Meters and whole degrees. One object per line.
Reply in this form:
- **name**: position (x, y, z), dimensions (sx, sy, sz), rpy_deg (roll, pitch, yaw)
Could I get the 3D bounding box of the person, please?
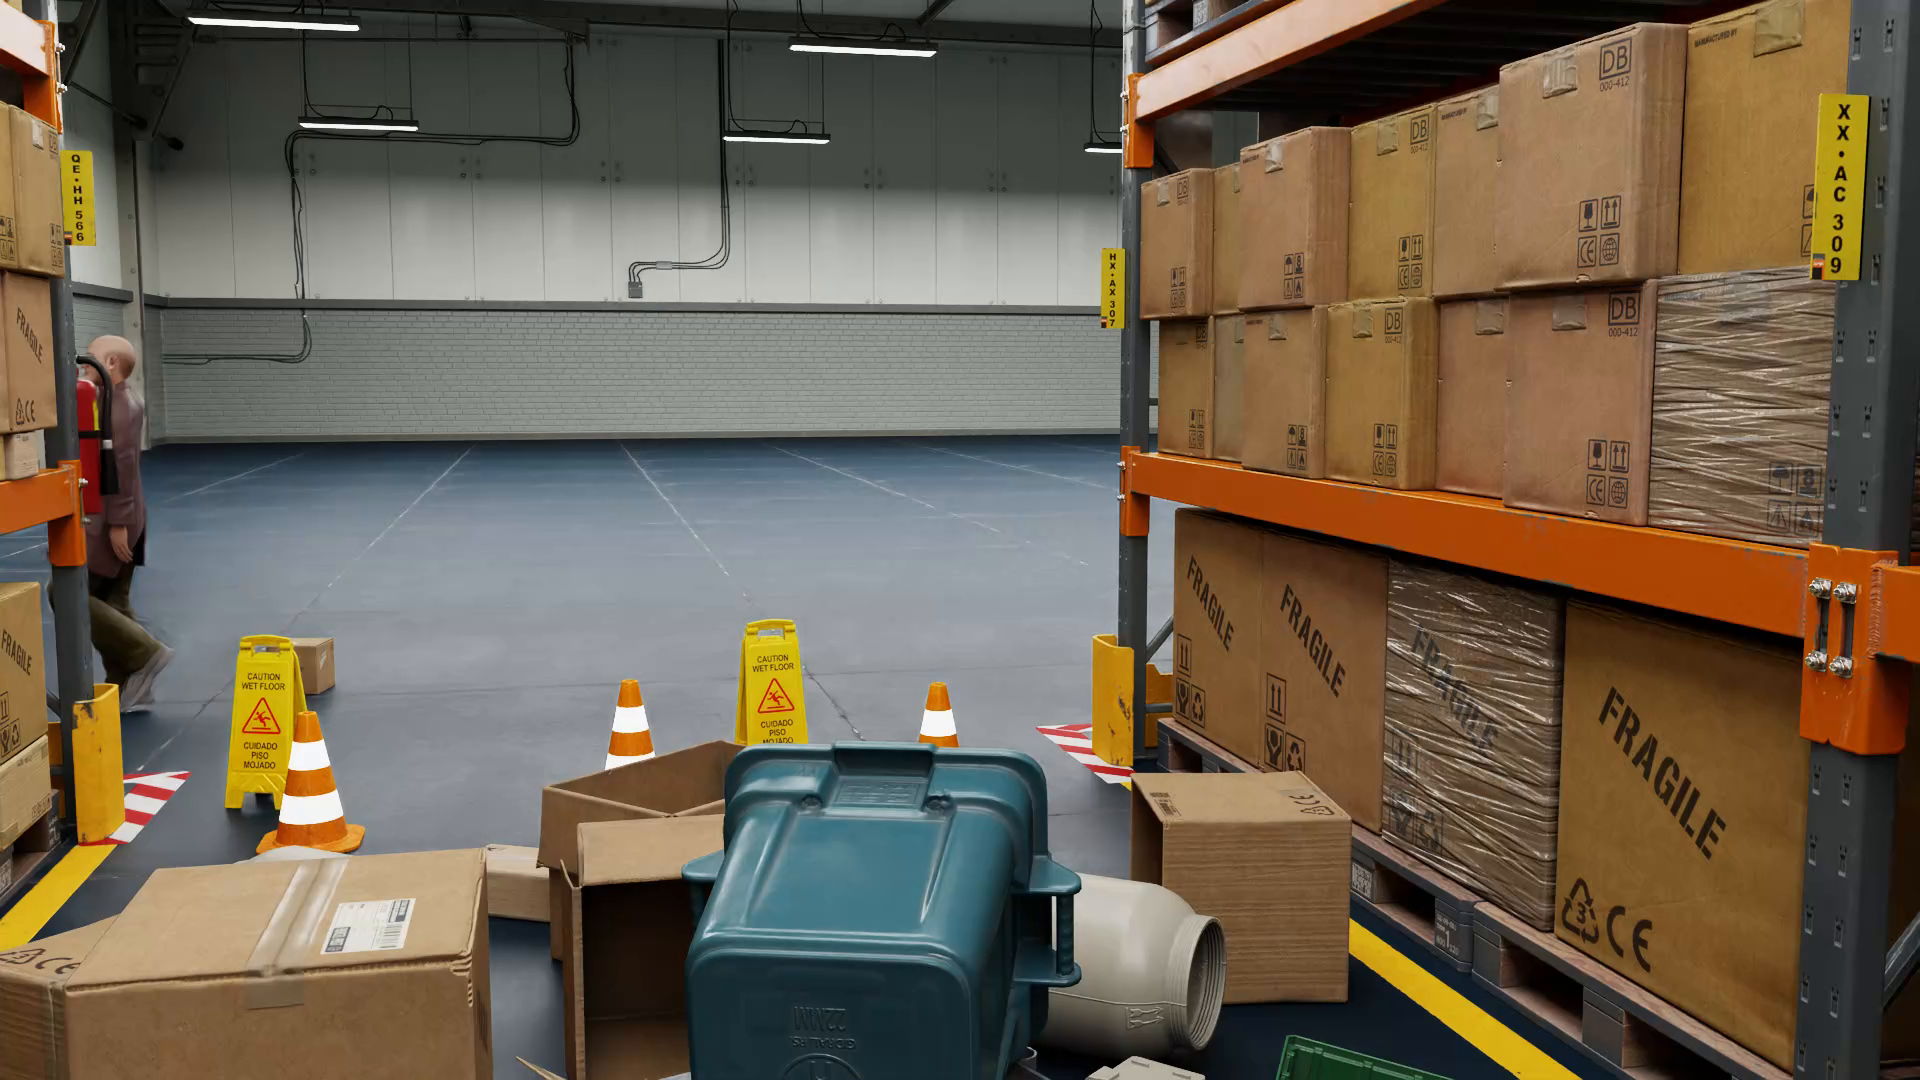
- **person**: position (-4.031, 0.024, 7.887), dimensions (0.527, 1.567, 0.595), rpy_deg (-2, 6, -20)
